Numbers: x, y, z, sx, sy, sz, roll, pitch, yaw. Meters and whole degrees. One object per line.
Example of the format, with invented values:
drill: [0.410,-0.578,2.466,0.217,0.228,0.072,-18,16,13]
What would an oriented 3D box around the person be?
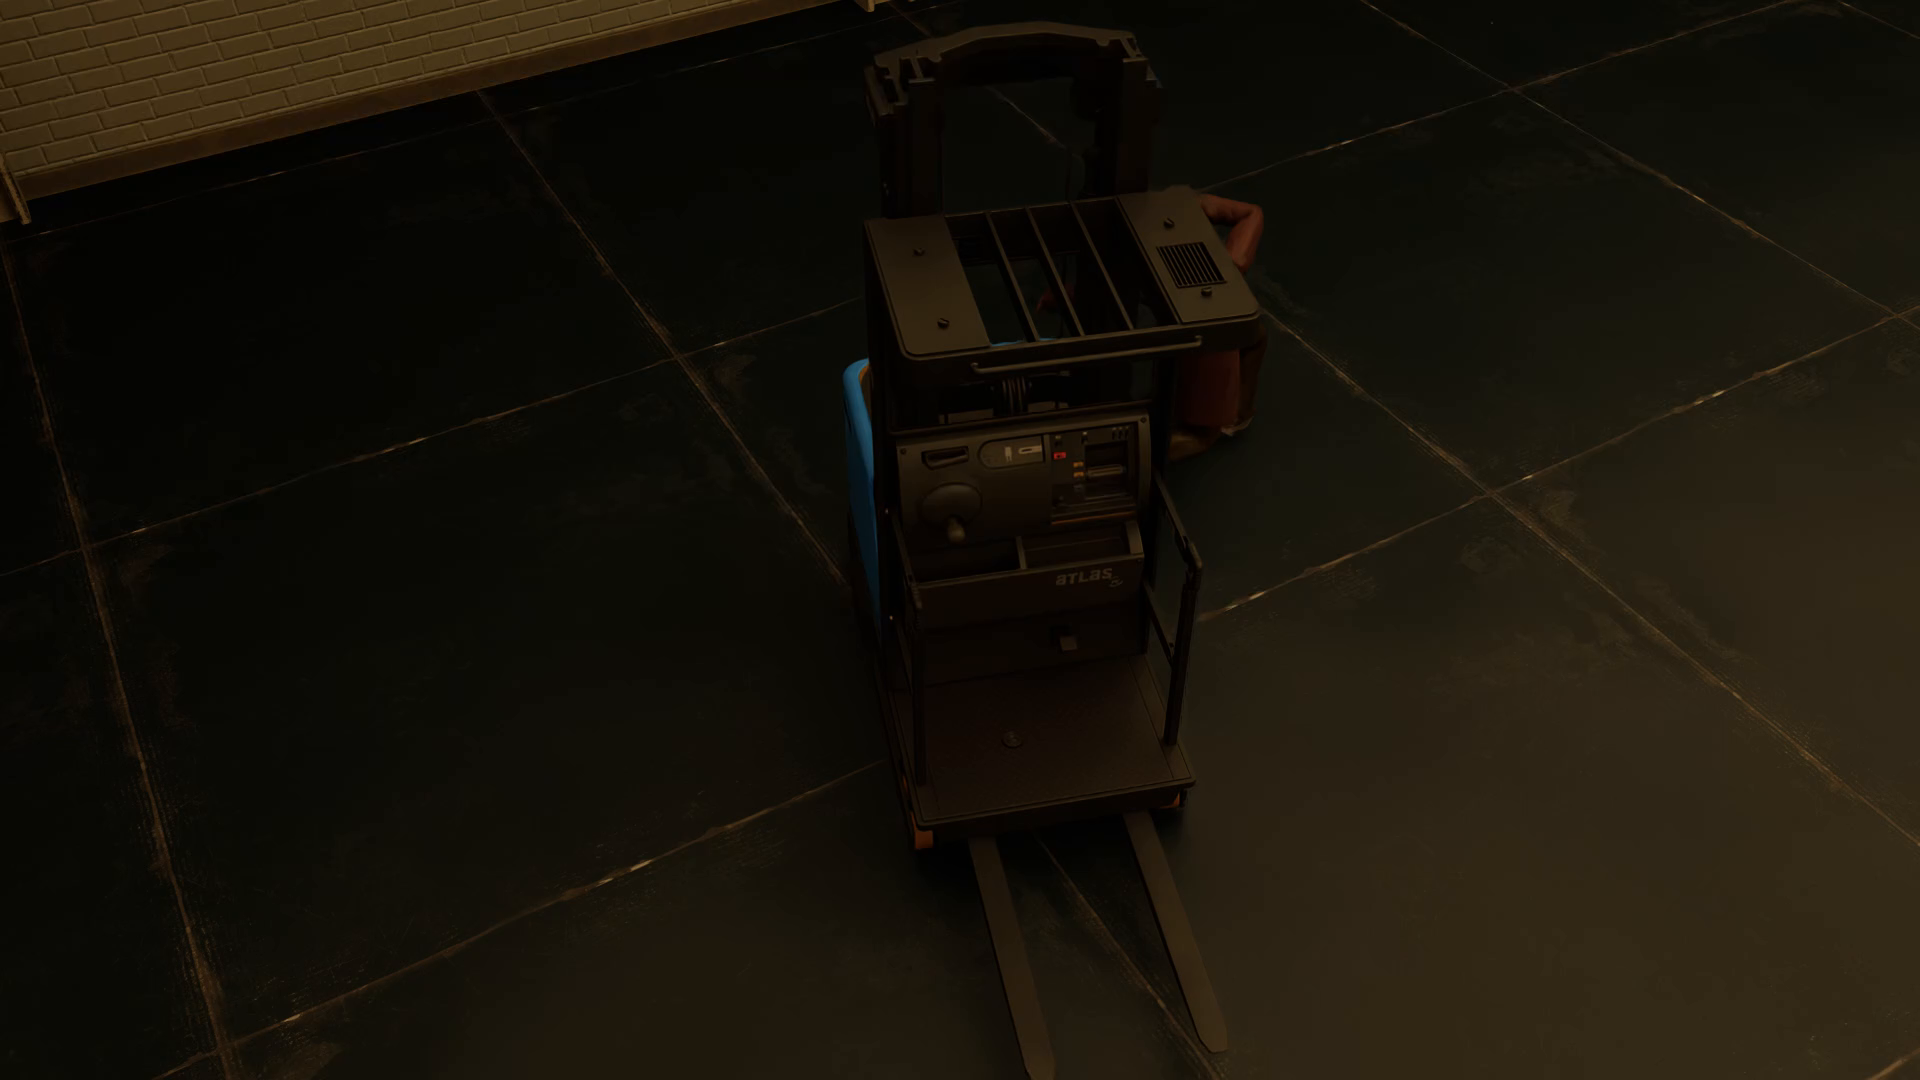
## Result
person: [0.967,-1.036,7.894,1.049,1.480,0.958,-30,51,-29]

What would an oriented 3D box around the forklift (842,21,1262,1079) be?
forklift: [0.280,-0.139,5.847,1.130,2.935,3.031,-8,43,-8]
